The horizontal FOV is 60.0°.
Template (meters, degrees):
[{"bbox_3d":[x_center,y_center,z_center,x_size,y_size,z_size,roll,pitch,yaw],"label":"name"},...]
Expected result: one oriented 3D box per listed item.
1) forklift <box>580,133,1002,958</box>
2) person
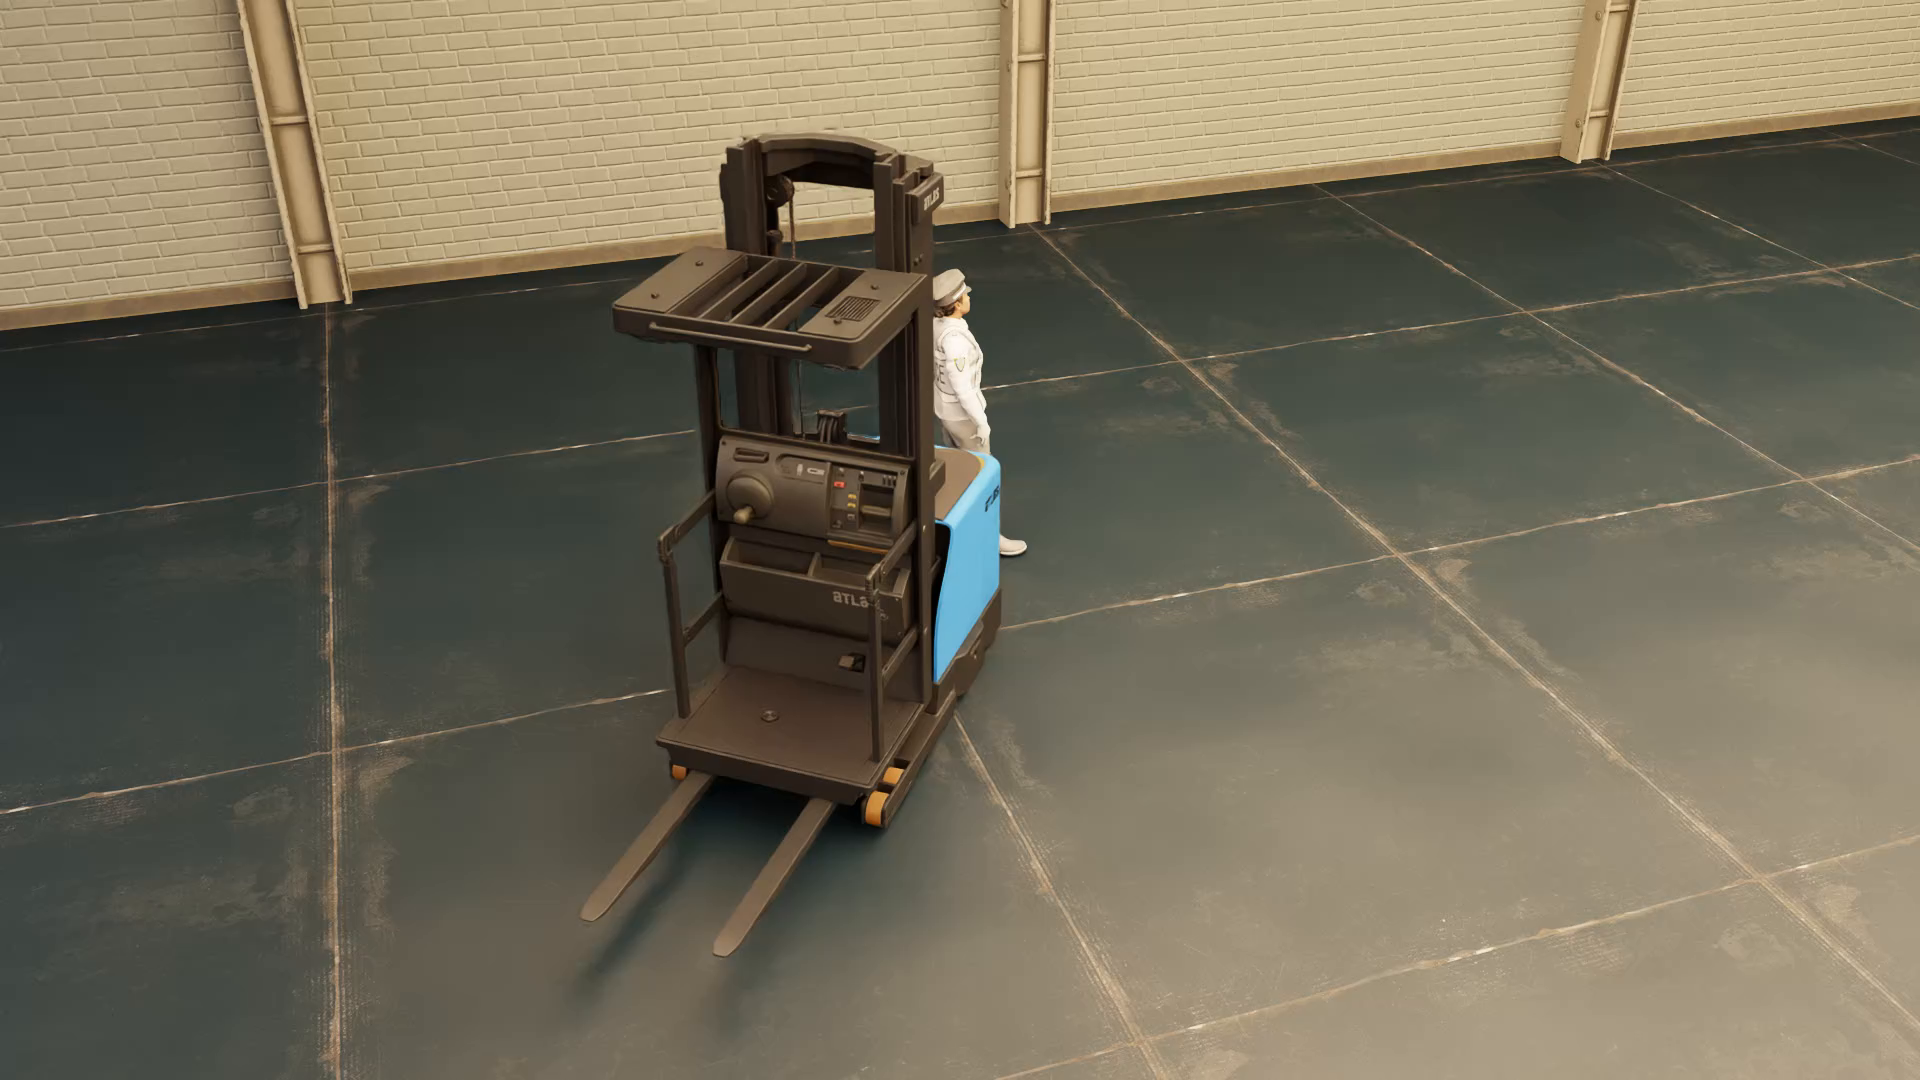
[{"bbox_3d":[-0.748,-0.170,7.383,1.130,2.935,3.031,10,31,17],"label":"forklift"},{"bbox_3d":[0.066,-0.749,9.613,0.534,1.696,0.587,-10,31,-16],"label":"person"}]
